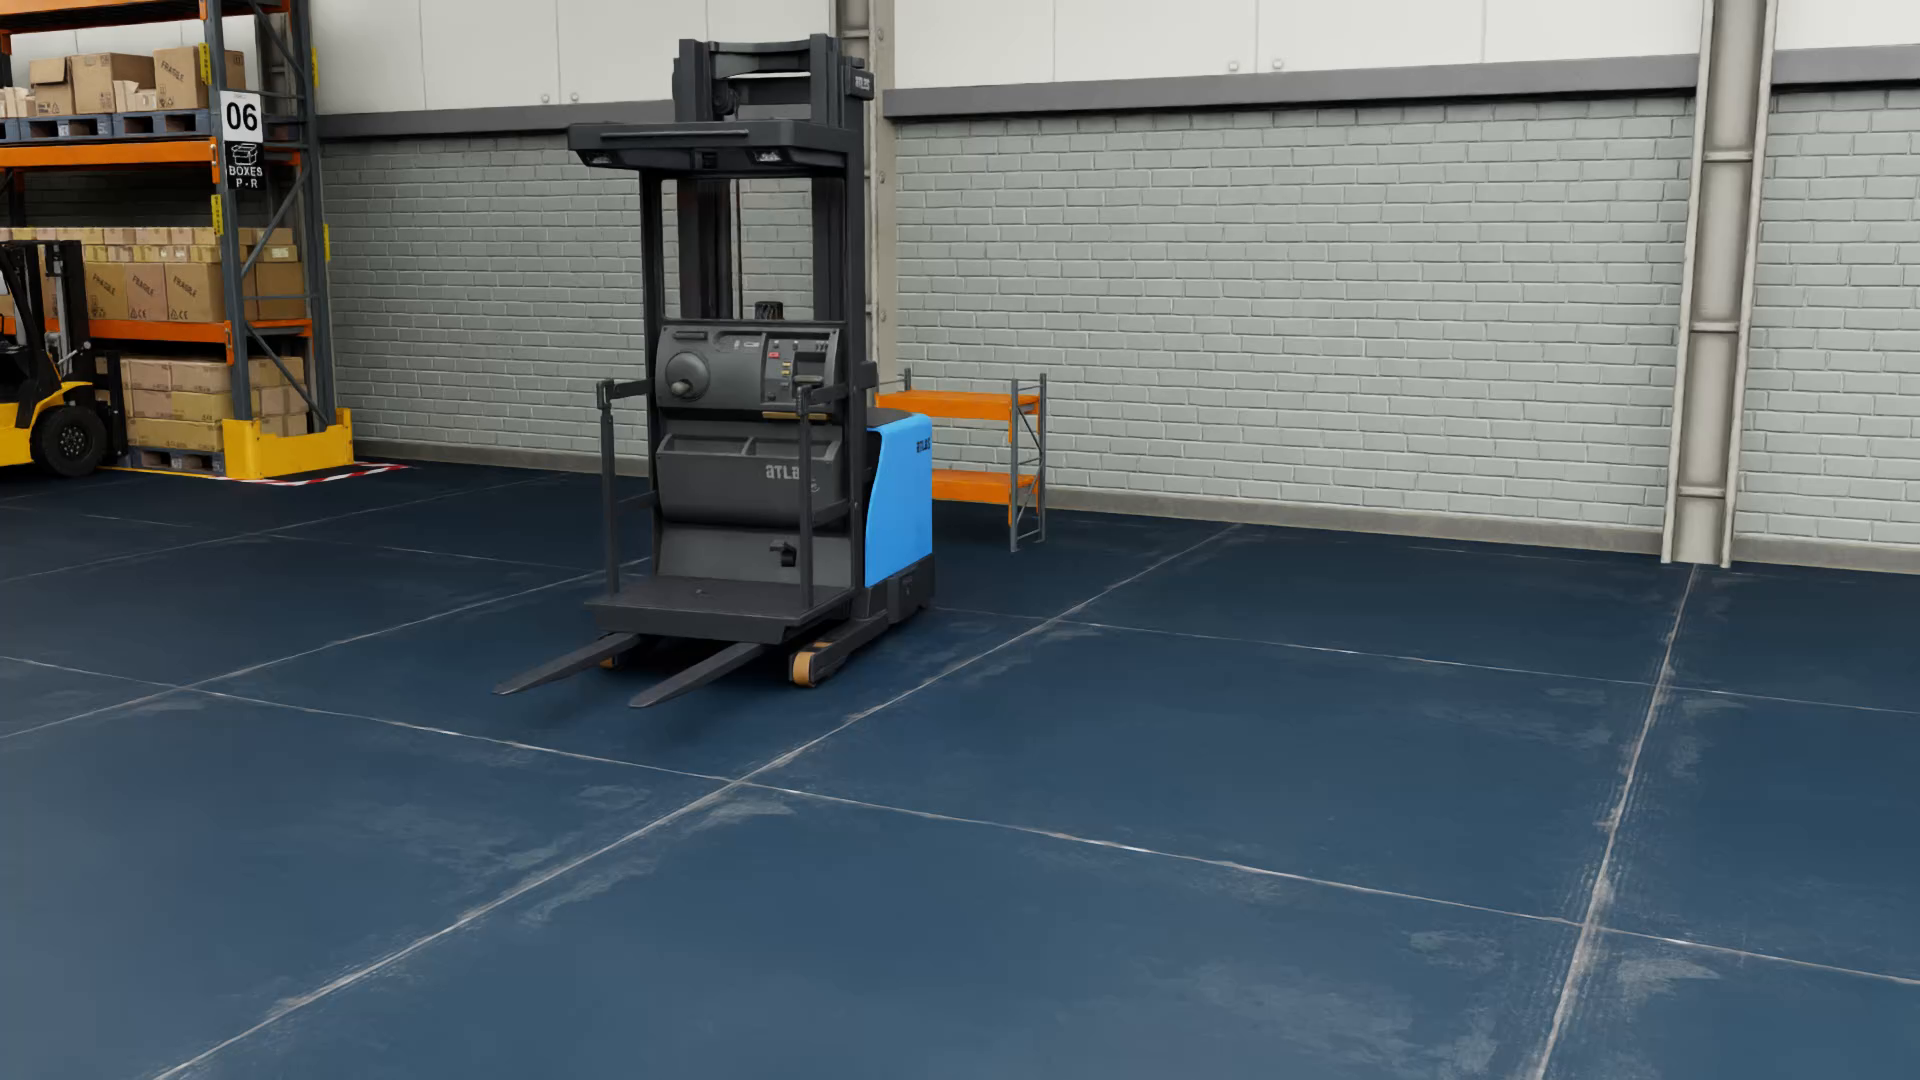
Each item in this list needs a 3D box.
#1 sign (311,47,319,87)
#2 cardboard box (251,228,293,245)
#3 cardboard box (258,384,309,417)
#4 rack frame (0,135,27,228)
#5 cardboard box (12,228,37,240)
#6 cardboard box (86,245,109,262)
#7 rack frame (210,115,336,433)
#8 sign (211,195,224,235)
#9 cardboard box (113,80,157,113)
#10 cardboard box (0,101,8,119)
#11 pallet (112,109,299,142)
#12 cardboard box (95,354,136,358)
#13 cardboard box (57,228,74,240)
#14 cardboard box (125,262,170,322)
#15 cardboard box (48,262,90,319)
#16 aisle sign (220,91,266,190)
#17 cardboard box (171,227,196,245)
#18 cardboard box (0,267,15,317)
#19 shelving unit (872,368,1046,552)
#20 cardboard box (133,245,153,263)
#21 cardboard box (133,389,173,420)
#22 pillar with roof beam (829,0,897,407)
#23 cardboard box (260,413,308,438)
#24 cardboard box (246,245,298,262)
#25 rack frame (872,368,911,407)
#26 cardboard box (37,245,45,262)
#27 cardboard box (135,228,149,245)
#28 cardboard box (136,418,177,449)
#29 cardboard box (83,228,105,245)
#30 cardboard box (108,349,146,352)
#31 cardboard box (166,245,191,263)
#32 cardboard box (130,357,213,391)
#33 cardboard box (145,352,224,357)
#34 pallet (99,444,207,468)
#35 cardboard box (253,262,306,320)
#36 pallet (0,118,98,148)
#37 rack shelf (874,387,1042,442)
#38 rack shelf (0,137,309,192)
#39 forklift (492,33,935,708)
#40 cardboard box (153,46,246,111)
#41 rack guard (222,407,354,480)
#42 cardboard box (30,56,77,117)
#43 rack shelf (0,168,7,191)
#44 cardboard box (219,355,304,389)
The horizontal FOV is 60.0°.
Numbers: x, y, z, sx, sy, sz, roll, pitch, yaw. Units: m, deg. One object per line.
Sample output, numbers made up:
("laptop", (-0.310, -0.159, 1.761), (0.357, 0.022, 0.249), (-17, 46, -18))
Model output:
("sign", (-5.639, -4.123, 14.489), (0.005, 0.325, 0.100), (5, 11, 26))
("cardboard box", (-6.097, -2.665, 14.595), (0.250, 0.149, 0.380), (5, 11, 25))
("cardboard box", (-6.220, -1.259, 14.904), (0.500, 0.250, 0.500), (5, 12, 27))
("rack frame", (-9.477, -2.405, 16.095), (0.127, 3.000, 1.000), (5, 11, 26))
("cardboard box", (-8.385, -2.769, 15.172), (0.250, 0.149, 0.380), (5, 11, 25))
("cardboard box", (-7.486, -2.538, 14.728), (0.250, 0.149, 0.380), (5, 11, 26))
("rack frame", (-5.890, -2.090, 14.354), (0.127, 3.000, 1.000), (5, 11, 26))
("sign", (-6.142, -2.690, 13.757), (0.005, 0.325, 0.100), (5, 11, 26))
("cardboard box", (-6.995, -3.792, 14.255), (0.258, 0.266, 0.396), (5, 11, 26))
("cardboard box", (-8.520, -3.869, 15.006), (0.250, 0.149, 0.380), (5, 12, 28))
("pallet", (-6.513, -3.582, 14.425), (1.213, 0.211, 1.003), (5, 11, 26))
("cardboard box", (-7.809, -1.540, 15.053), (0.500, 0.250, 0.500), (5, 11, 25))
("cardboard box", (-7.901, -2.741, 15.018), (0.250, 0.149, 0.380), (5, 11, 26))
("cardboard box", (-6.909, -2.178, 14.561), (0.500, 0.500, 0.500), (5, 12, 28))
("cardboard box", (-7.824, -2.256, 14.993), (0.500, 0.500, 0.500), (5, 11, 26))
("aisle sign", (-5.961, -3.317, 13.834), (0.004, 0.787, 0.394), (5, 11, 26))
("cardboard box", (-6.539, -2.613, 14.310), (0.250, 0.149, 0.380), (5, 11, 26))
("cardboard box", (-8.720, -2.339, 15.450), (0.500, 0.500, 0.500), (5, 12, 27))
("shelving unit", (-0.006, -0.554, 11.133), (1.048, 1.125, 0.538), (5, 11, 26))
("cardboard box", (-6.990, -2.508, 14.561), (0.250, 0.149, 0.380), (5, 11, 25))
("cardboard box", (-6.910, -1.219, 14.680), (0.500, 0.250, 0.500), (5, 11, 25))
("pillar with roof beam", (-2.640, -4.080, 8.506), (0.400, 9.000, 9.100), (5, 11, 26))
("cardboard box", (-6.244, -1.013, 14.947), (0.500, 0.250, 0.500), (5, 11, 26))
("cardboard box", (-6.079, -2.526, 14.663), (0.250, 0.149, 0.380), (5, 11, 24))
("rack frame", (-0.462, -0.594, 11.354), (0.032, 1.125, 0.500), (5, 11, 26))
("cardboard box", (-8.172, -2.601, 15.075), (0.250, 0.149, 0.380), (5, 11, 24))
("cardboard box", (-6.976, -2.661, 14.574), (0.250, 0.149, 0.380), (5, 11, 26))
("cardboard box", (-6.893, -0.971, 14.712), (0.500, 0.250, 0.500), (5, 11, 26))
("cardboard box", (-7.493, -2.684, 14.698), (0.250, 0.149, 0.380), (5, 12, 27))
("cardboard box", (-8.041, -1.663, 15.731), (0.500, 0.250, 0.500), (5, 11, 26))
("cardboard box", (-6.567, -2.456, 14.276), (0.250, 0.149, 0.380), (5, 12, 27))
("cardboard box", (-6.901, -1.461, 14.614), (0.500, 0.250, 0.500), (5, 12, 27))
("cardboard box", (-7.131, -1.583, 15.290), (0.500, 0.250, 0.500), (5, 11, 25))
("pallet", (-7.684, -0.867, 15.430), (1.213, 0.211, 1.003), (5, 11, 26))
("cardboard box", (-6.211, -2.222, 14.805), (0.500, 0.500, 0.500), (5, 12, 28))
("pallet", (-8.701, -3.774, 15.487), (1.213, 0.211, 1.003), (5, 11, 26))
("rack shelf", (-0.006, -0.842, 11.081), (1.000, 0.278, 0.538), (5, 11, 26))
("rack shelf", (-7.683, -3.369, 15.021), (4.000, 0.370, 1.077), (5, 11, 26))
("forklift", (-1.078, -0.853, 7.715), (1.130, 2.935, 3.031), (3, 11, 18))
("cardboard box", (-6.395, -3.867, 14.009), (0.500, 0.500, 0.500), (5, 12, 28))
("rack guard", (-5.868, -0.858, 14.566), (0.348, 0.500, 1.175), (5, 11, 26))
("cardboard box", (-7.777, -4.017, 14.831), (0.637, 0.503, 0.797), (5, 12, 28))
("rack shelf", (-11.271, -3.684, 16.763), (4.000, 0.370, 1.077), (5, 11, 26))
("cardboard box", (-6.237, -1.503, 14.848), (0.500, 0.250, 0.500), (5, 11, 25))
